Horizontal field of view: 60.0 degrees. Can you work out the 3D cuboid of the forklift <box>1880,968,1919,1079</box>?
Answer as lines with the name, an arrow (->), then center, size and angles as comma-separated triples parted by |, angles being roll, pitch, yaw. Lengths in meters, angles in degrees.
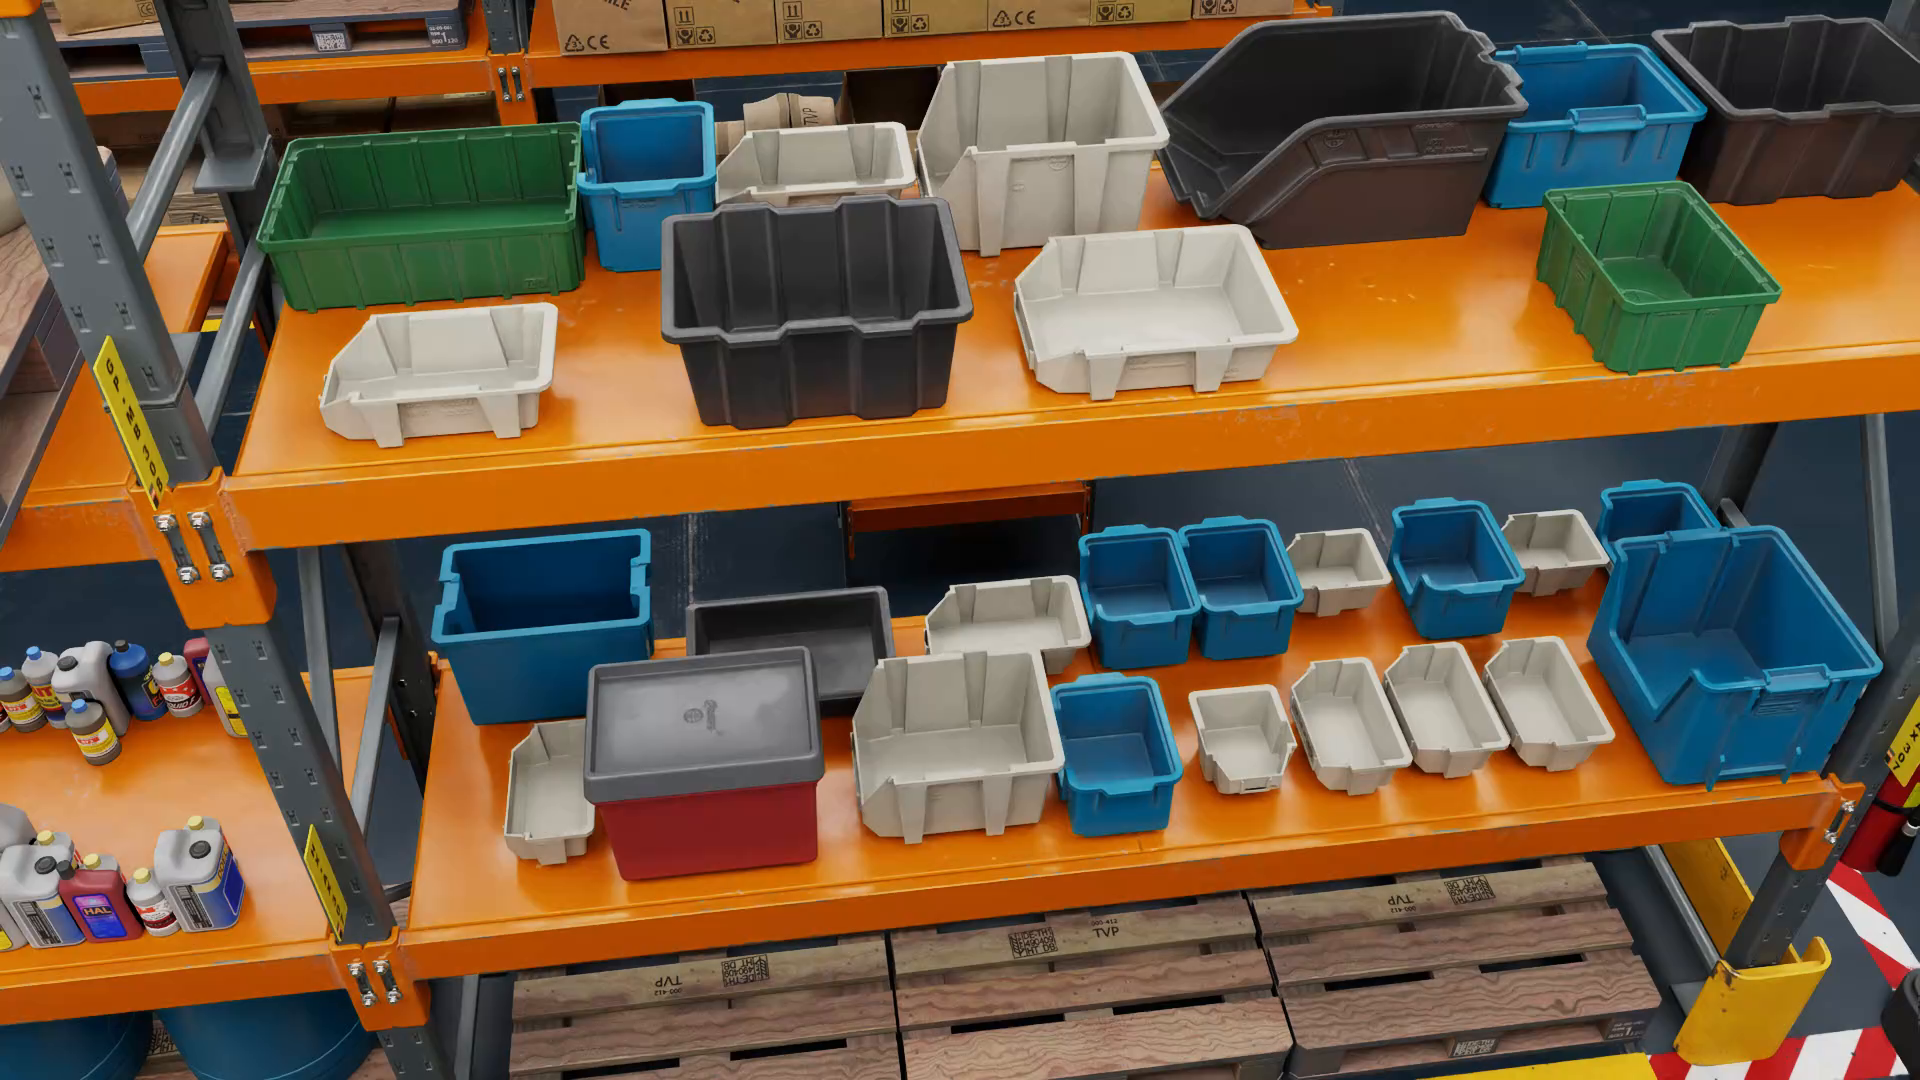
forklift -> 2.060, 1.794, 3.072 | 3.031, 2.935, 1.130 | -5, 42, -5

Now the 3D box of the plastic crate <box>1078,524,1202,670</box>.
plastic crate -> 0.517, 0.181, 4.890 | 0.300, 0.233, 0.416 | -5, 42, -6

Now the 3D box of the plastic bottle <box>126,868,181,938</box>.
plastic bottle -> -2.019, 0.896, 4.165 | 0.097, 0.201, 0.097 | 0, 42, 0

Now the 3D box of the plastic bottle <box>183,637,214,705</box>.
plastic bottle -> -2.109, 0.349, 4.711 | 0.133, 0.283, 0.061 | -5, 42, -6

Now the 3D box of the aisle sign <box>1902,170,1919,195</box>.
aisle sign -> 2.441, -0.971, 4.146 | 0.004, 0.787, 0.394 | -5, 42, -6

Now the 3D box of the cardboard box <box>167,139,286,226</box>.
cardboard box -> -3.637, -1.666, 8.395 | 0.500, 0.500, 0.500 | -5, 42, -5

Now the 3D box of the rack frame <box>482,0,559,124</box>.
rack frame -> -2.197, -2.745, 8.053 | 0.127, 3.000, 1.000 | -5, 42, -6

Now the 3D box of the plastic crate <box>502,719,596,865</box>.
plastic crate -> -1.078, 0.675, 4.414 | 0.243, 0.136, 0.396 | -5, 42, -6

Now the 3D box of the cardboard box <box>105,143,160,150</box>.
cardboard box -> -4.233, -1.964, 8.726 | 0.500, 0.500, 0.500 | -6, 42, -7

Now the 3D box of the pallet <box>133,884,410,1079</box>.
pallet -> -2.329, 1.620, 5.296 | 1.213, 0.211, 1.003 | -5, 42, -6

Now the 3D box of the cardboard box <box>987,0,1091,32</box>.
cardboard box -> 0.351, -2.822, 8.065 | 0.500, 0.500, 0.500 | -5, 42, -5

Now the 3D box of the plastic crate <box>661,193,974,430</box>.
plastic crate -> -0.291, -0.446, 3.363 | 0.590, 0.269, 0.497 | -5, 42, -6

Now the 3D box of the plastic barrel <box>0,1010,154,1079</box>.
plastic barrel -> -2.802, 1.266, 4.860 | 0.708, 0.901, 0.600 | -5, 42, -6

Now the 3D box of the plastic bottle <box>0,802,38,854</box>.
plastic bottle -> -2.446, 0.765, 4.199 | 0.185, 0.351, 0.144 | -5, 42, -6

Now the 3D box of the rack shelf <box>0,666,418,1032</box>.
rack shelf -> -3.541, 0.986, 4.454 | 4.000, 0.370, 1.077 | -5, 42, -6

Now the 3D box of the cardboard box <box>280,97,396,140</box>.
cardboard box -> -3.235, -2.046, 8.816 | 0.500, 0.500, 0.500 | -4, 42, -5

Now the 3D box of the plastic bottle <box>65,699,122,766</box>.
plastic bottle -> -2.395, 0.519, 4.583 | 0.097, 0.201, 0.097 | 0, 42, 0

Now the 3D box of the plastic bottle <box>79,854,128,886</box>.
plastic bottle -> -2.159, 0.867, 4.197 | 0.097, 0.201, 0.097 | 0, 42, 0

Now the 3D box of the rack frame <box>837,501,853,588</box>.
rack frame -> -0.497, -0.374, 6.825 | 0.032, 1.125, 0.500 | -5, 42, -6

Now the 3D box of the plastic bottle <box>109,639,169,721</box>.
plastic bottle -> -2.318, 0.384, 4.681 | 0.097, 0.271, 0.097 | 0, 42, 0

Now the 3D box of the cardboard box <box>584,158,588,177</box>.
cardboard box -> -1.752, -1.802, 8.688 | 0.500, 0.311, 0.500 | -5, 42, -6

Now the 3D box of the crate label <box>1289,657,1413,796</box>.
crate label -> 1.061, 0.521, 4.585 | 0.243, 0.136, 0.396 | -5, 42, -6

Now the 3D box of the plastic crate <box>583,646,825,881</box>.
plastic crate -> -0.640, 0.588, 4.266 | 0.583, 0.464, 0.402 | -5, 42, -6

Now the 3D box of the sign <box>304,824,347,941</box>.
sign -> -1.489, 0.808, 3.908 | 0.005, 0.325, 0.100 | -5, 42, -6

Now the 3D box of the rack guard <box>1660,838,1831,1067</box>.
rack guard -> 2.430, 1.115, 5.640 | 0.348, 0.500, 1.175 | -5, 42, -6

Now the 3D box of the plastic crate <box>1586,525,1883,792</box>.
plastic crate -> 2.100, 0.316, 4.589 | 0.499, 0.435, 0.616 | -5, 42, -6

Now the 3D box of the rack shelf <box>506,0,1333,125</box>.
rack shelf -> -0.214, -2.651, 8.487 | 4.000, 0.370, 1.077 | -5, 42, -6

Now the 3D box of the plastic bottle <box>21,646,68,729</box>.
plastic bottle -> -2.548, 0.404, 4.659 | 0.097, 0.271, 0.097 | 0, 42, 0

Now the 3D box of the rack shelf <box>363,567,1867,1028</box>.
rack shelf -> 0.425, 0.639, 4.839 | 4.000, 0.370, 1.077 | -5, 42, -6

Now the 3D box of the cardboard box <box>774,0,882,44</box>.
cardboard box -> -0.652, -2.734, 7.966 | 0.500, 0.500, 0.500 | -5, 42, -6

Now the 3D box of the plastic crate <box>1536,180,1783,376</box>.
plastic crate -> 1.467, -0.562, 3.552 | 0.336, 0.188, 0.450 | -5, 42, -6

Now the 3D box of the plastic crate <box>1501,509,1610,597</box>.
plastic crate -> 1.792, 0.049, 5.108 | 0.298, 0.136, 0.250 | -5, 42, -6

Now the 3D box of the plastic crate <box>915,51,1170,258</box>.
plastic crate -> 0.170, -0.884, 3.840 | 0.530, 0.282, 0.437 | -5, 42, -6

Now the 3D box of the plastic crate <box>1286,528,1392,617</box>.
plastic crate -> 1.119, 0.108, 5.043 | 0.298, 0.136, 0.250 | -5, 42, -6

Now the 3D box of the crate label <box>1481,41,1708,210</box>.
crate label -> 1.451, -0.995, 3.985 | 0.502, 0.251, 0.408 | -5, 42, -6

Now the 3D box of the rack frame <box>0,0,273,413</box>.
rack frame -> -1.558, -1.682, 2.396 | 0.127, 3.000, 1.000 | -5, 42, -6

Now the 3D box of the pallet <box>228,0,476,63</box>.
pallet -> -3.003, -2.676, 8.121 | 1.213, 0.211, 1.003 | -5, 42, -6

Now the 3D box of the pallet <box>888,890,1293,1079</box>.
pallet -> 0.378, 1.383, 5.559 | 1.213, 0.211, 1.003 | -5, 42, -6

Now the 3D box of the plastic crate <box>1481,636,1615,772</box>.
plastic crate -> 1.623, 0.465, 4.647 | 0.243, 0.136, 0.396 | -5, 42, -6

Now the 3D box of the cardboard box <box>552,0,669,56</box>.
cardboard box -> -1.656, -2.645, 7.868 | 0.500, 0.500, 0.500 | -4, 42, -4

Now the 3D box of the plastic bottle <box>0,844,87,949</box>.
plastic bottle -> -2.269, 0.872, 4.136 | 0.135, 0.276, 0.152 | -5, 42, -6

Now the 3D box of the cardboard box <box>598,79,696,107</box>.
cardboard box -> -1.669, -2.218, 9.007 | 0.500, 0.500, 0.500 | -5, 42, -6

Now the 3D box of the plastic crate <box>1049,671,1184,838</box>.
plastic crate -> 0.405, 0.587, 4.440 | 0.300, 0.233, 0.416 | -5, 42, -6

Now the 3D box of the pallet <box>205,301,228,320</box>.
pallet -> -4.211, -1.505, 8.761 | 1.213, 0.211, 1.003 | -5, 42, -6

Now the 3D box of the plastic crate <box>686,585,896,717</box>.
plastic crate -> -0.483, 0.350, 4.783 | 0.590, 0.125, 0.437 | -5, 42, -6

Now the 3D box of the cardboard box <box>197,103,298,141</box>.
cardboard box -> -3.700, -2.291, 8.529 | 0.500, 0.250, 0.500 | -5, 42, -5

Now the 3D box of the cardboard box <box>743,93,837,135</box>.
cardboard box -> -0.925, -2.213, 9.142 | 0.500, 0.311, 0.500 | -5, 42, -6

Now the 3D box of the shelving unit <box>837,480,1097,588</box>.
shelving unit -> 0.007, -0.418, 6.874 | 1.048, 1.125, 0.538 | -5, 42, -6

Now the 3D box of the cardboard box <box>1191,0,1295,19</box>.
cardboard box -> 1.361, -2.909, 8.161 | 0.500, 0.500, 0.500 | -4, 42, -4

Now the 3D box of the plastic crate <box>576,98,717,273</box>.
plastic crate -> -0.697, -0.797, 3.780 | 0.300, 0.233, 0.416 | -5, 42, -6

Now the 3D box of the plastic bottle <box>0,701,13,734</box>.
plastic bottle -> -2.741, 0.447, 4.663 | 0.097, 0.201, 0.097 | 0, 42, 0

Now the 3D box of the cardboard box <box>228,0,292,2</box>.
cardboard box -> -3.369, -2.943, 7.885 | 0.500, 0.500, 0.700 | 1, 42, 1

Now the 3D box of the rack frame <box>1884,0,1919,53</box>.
rack frame -> 2.408, -2.030, 2.782 | 0.127, 3.000, 1.000 | -5, 42, -6
